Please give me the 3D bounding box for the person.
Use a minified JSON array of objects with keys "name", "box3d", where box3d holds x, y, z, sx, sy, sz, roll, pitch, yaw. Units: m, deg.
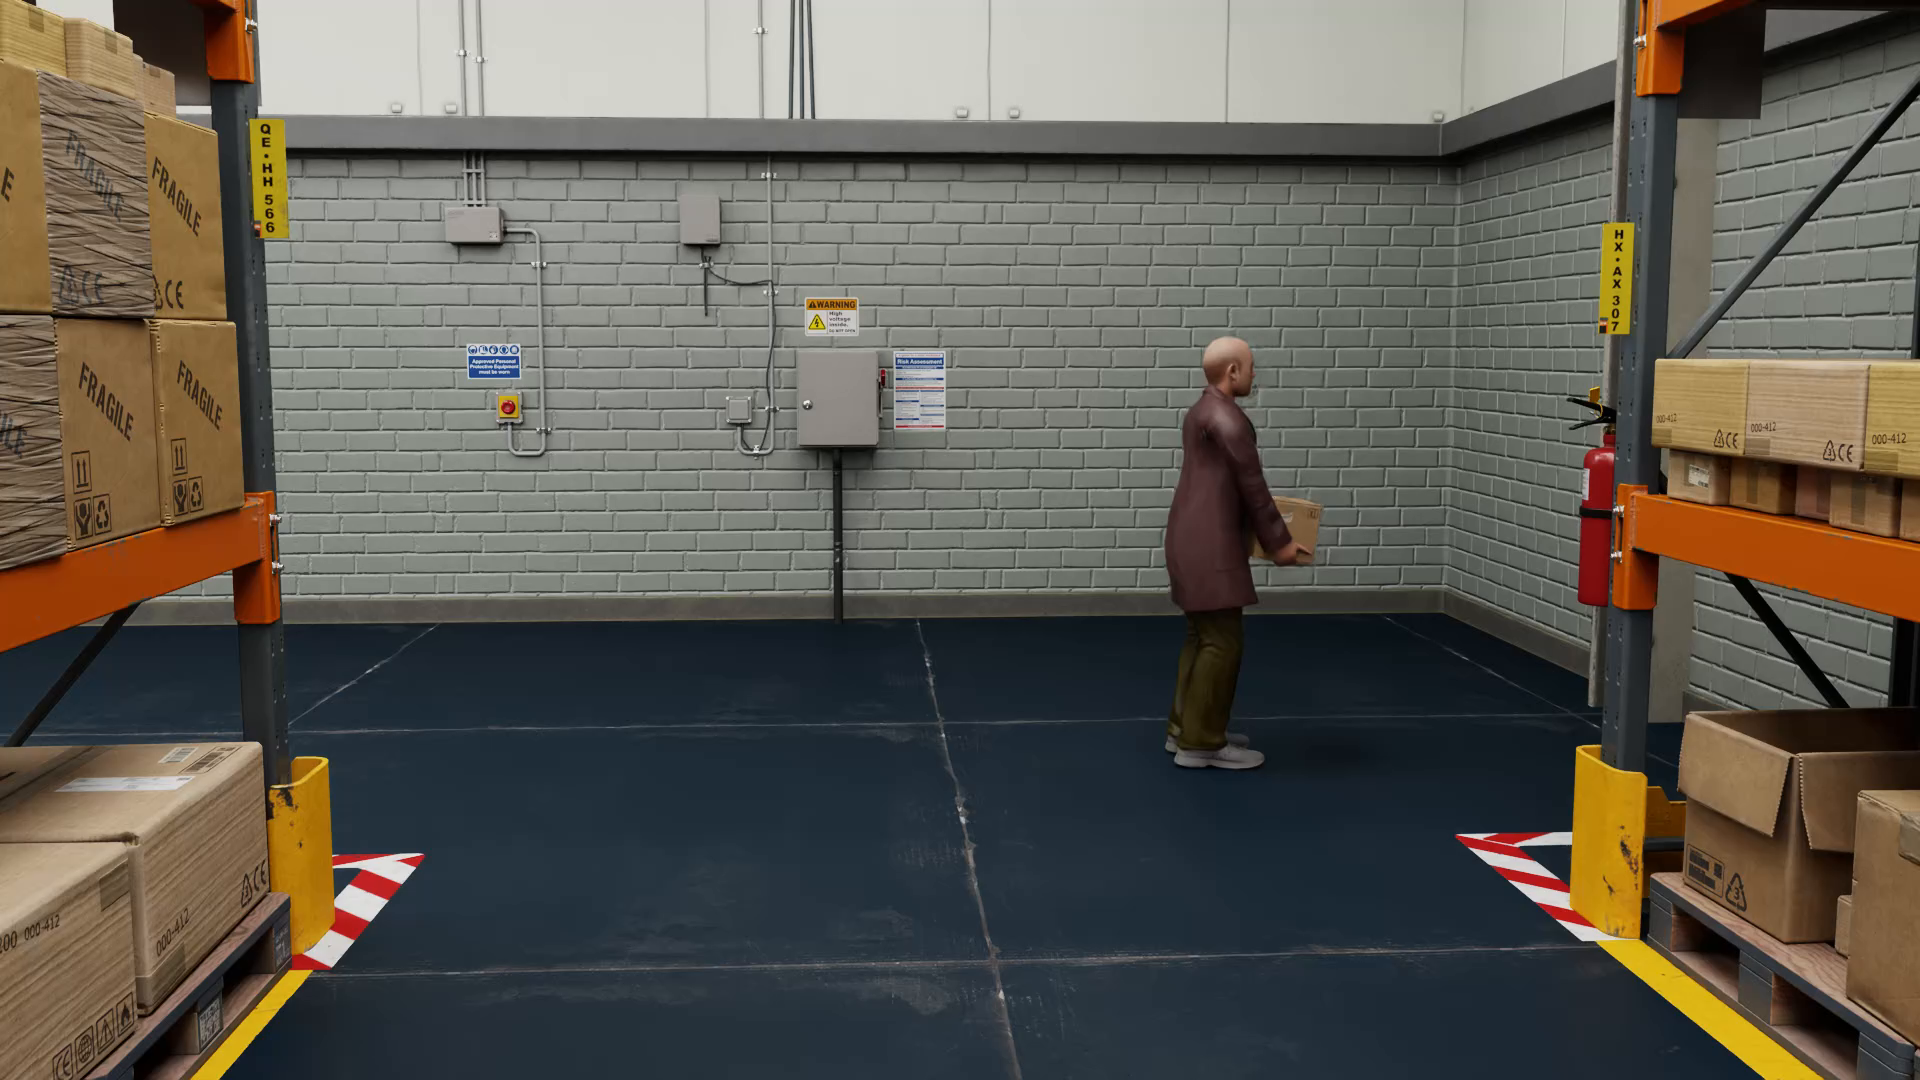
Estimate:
[{"name":"person","box3d":[1.145,0.047,6.935,0.575,1.776,0.528,-1,7,-5]}]
